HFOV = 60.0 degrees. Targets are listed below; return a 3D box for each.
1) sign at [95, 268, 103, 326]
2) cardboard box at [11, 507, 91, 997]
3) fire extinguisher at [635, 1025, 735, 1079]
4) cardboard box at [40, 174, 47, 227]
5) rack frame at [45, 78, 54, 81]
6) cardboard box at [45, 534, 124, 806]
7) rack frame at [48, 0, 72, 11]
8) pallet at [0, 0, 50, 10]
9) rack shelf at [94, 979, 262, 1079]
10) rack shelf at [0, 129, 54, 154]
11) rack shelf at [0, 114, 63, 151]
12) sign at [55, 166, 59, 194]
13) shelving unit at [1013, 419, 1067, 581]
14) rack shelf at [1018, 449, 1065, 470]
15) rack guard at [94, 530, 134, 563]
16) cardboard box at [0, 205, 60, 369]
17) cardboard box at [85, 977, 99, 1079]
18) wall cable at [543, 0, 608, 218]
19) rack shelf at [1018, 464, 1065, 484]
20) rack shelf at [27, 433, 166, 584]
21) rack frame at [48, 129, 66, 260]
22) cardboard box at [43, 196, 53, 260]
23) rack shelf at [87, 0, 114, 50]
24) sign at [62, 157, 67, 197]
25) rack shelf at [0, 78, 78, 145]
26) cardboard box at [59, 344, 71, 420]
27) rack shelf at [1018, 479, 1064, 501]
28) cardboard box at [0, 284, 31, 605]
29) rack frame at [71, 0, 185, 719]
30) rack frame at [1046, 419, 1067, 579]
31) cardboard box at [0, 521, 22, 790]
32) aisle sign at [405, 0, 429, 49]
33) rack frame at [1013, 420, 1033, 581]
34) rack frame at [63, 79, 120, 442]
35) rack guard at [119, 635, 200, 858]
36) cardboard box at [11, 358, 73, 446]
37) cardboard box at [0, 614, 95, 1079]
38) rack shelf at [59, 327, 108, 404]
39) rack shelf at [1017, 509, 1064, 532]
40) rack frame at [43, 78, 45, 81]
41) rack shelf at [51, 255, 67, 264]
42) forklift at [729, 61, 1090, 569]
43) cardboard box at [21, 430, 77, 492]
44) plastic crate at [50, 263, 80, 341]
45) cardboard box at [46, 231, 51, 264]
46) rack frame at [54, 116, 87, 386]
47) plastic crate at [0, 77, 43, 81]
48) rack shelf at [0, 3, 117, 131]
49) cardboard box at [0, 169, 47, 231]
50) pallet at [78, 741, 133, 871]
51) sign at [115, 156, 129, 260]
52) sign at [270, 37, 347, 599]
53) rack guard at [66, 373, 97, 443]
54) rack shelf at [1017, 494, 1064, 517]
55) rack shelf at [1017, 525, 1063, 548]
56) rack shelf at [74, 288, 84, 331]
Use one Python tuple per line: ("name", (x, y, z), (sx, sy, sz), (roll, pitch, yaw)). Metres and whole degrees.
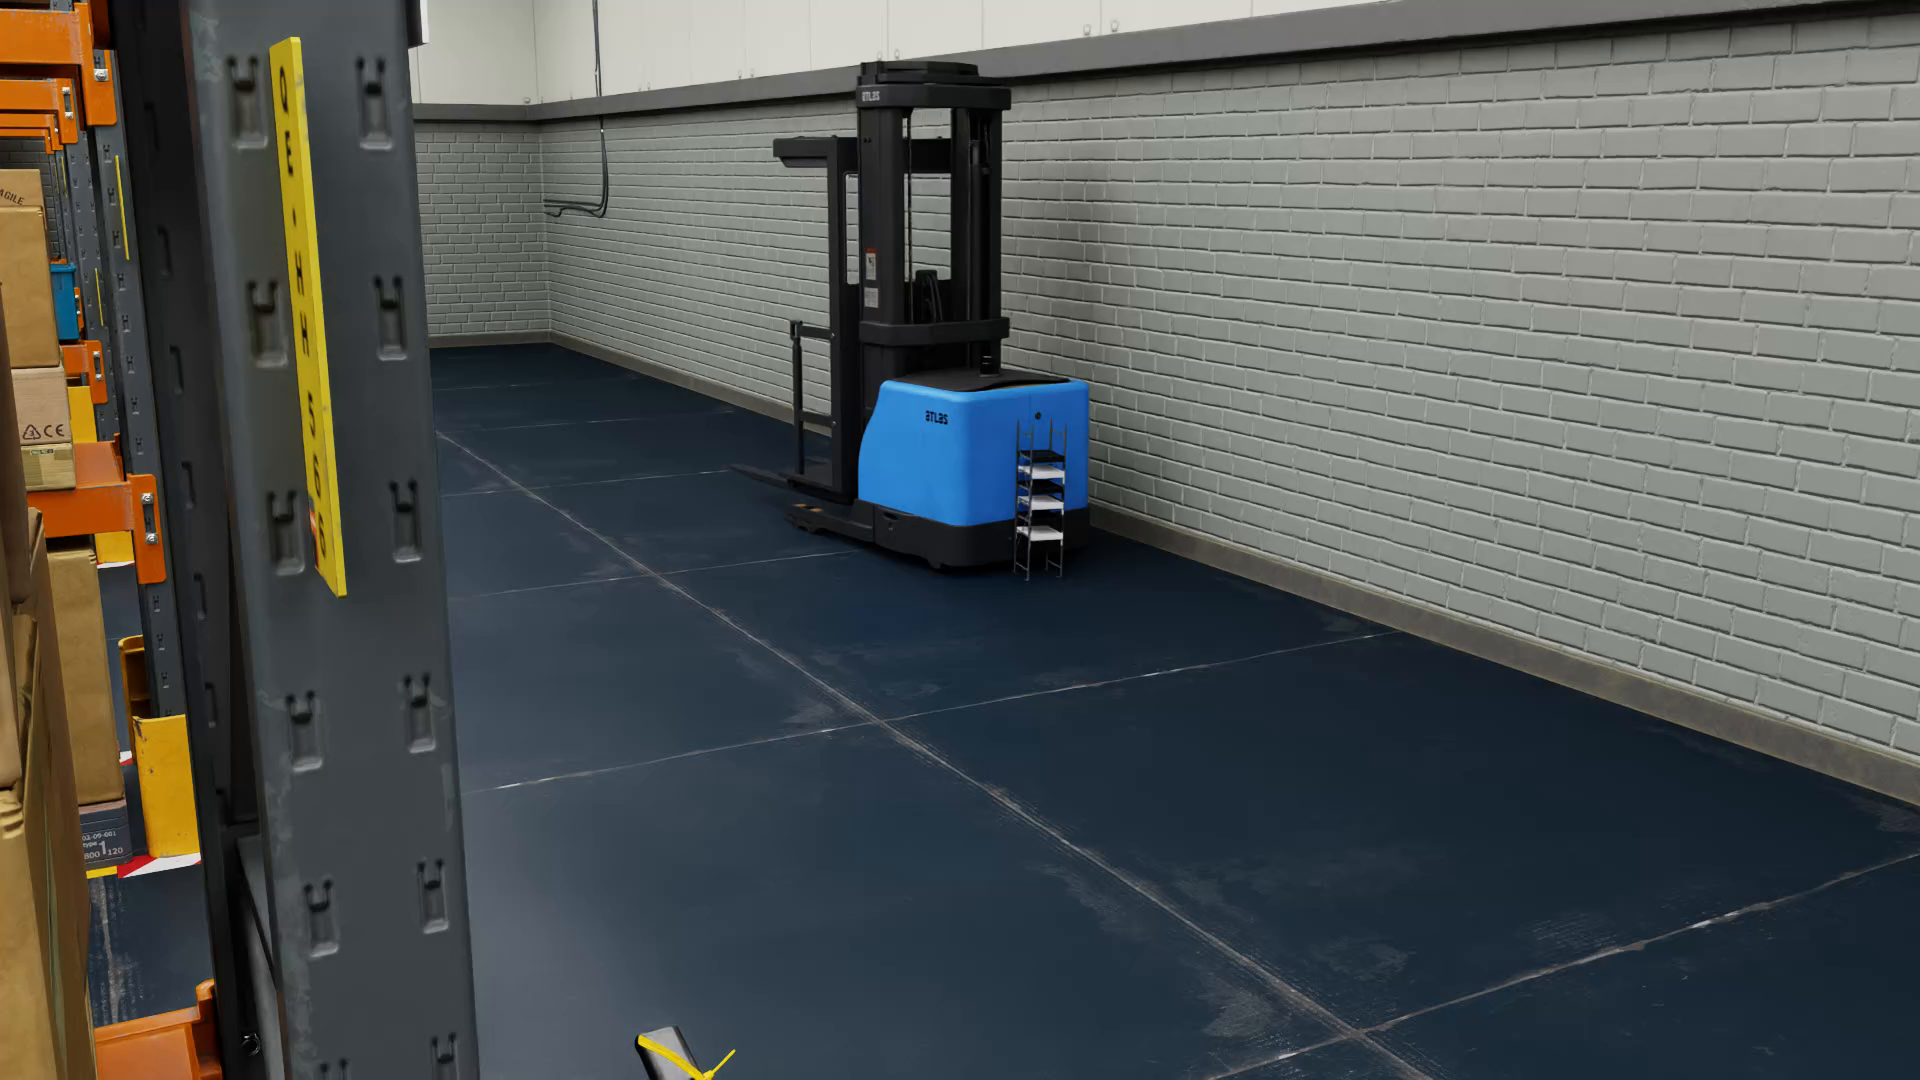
("sign", (-5.027, -1.419, 9.710), (0.005, 0.325, 0.100), (-7, 14, -28))
("cardboard box", (-1.171, 0.278, 1.638), (0.500, 0.500, 0.500), (-6, 14, -25))
("fire extinguisher", (-0.202, 0.760, 1.427), (0.183, 0.674, 0.296), (-7, 14, -28))
("cardboard box", (-8.191, -2.939, 14.332), (0.500, 0.500, 0.500), (-6, 14, -26))
("rack frame", (-7.675, -5.325, 13.776), (0.127, 3.000, 1.000), (-7, 14, -28))
("cardboard box", (-3.455, 0.425, 5.769), (0.875, 0.875, 0.875), (-7, 14, -28))
("rack frame", (-5.305, -4.370, 9.533), (0.127, 3.000, 1.000), (-7, 14, -28))
("pallet", (-3.578, -1.829, 5.275), (1.213, 0.211, 1.003), (-7, 14, -28))
("rack shelf", (-2.400, 1.039, 0.800), (4.000, 0.370, 1.077), (-7, 14, -28))
("rack shelf", (-11.808, -4.255, 17.490), (4.000, 0.370, 1.077), (-7, 14, -28))
("rack shelf", (-9.431, -3.300, 13.249), (4.000, 0.370, 1.077), (-7, 14, -28))
("sign", (-9.804, -3.927, 18.051), (0.005, 0.325, 0.100), (-7, 14, -28))
("shelving unit", (0.459, -0.233, 9.588), (0.210, 0.900, 0.258), (-3, 13, -19))
("rack shelf", (0.463, -0.464, 9.537), (0.200, 0.077, 0.258), (-3, 13, -19))
("rack guard", (-5.290, -0.229, 10.488), (0.348, 0.500, 1.175), (-7, 14, -28))
("cardboard box", (-3.234, -0.825, 5.399), (0.500, 0.500, 0.500), (-7, 14, -27))
("cardboard box", (-1.085, 0.571, 1.812), (0.250, 0.149, 0.380), (-7, 14, -28))
("wall cable", (-4.916, -5.291, 20.695), (0.112, 2.526, 3.097), (-7, 14, -28))
("rack shelf", (0.462, -0.377, 9.556), (0.200, 0.077, 0.258), (-3, 13, -19))
("rack shelf", (-4.687, 0.072, 5.094), (4.000, 0.370, 1.077), (-7, 14, -28))
("rack frame", (-10.052, -3.353, 18.675), (0.127, 3.000, 1.000), (-7, 14, -28))
("cardboard box", (-10.495, -3.443, 18.395), (0.700, 0.700, 0.980), (-6, 14, -25))
("rack shelf", (-2.400, -0.425, 0.470), (4.000, 0.370, 1.077), (-7, 14, -28))
("sign", (-7.427, -3.008, 13.788), (0.005, 0.325, 0.100), (-7, 14, -28))
("rack shelf", (-7.061, -2.345, 9.006), (4.000, 0.370, 1.077), (-7, 14, -28))
("cardboard box", (-3.483, -0.562, 5.941), (0.500, 0.250, 0.500), (-7, 15, -29))
("rack shelf", (0.460, -0.289, 9.576), (0.200, 0.077, 0.258), (-3, 13, -19))
("cardboard box", (-1.165, -0.208, 1.519), (0.500, 0.500, 0.500), (-7, 14, -28))
("rack frame", (-2.932, -0.489, 5.950), (0.127, 3.000, 1.000), (-7, 14, -28))
("rack frame", (0.555, -0.239, 9.620), (0.006, 0.900, 0.240), (-3, 13, -19))
("cardboard box", (-0.927, -0.108, 1.075), (0.500, 0.500, 0.500), (-7, 15, -29))
("aisle sign", (-0.436, -0.741, 1.147), (0.004, 0.787, 0.394), (-7, 14, -28))
("rack frame", (0.363, -0.228, 9.555), (0.006, 0.900, 0.240), (-3, 13, -19))
("rack frame", (-5.305, -1.443, 10.191), (0.127, 3.000, 1.000), (-7, 14, -28))
("rack guard", (-2.911, 0.728, 6.236), (0.348, 0.500, 1.175), (-7, 14, -28))
("cardboard box", (-3.230, -0.459, 5.480), (0.500, 0.250, 0.500), (-7, 15, -29))
("cardboard box", (-0.915, 0.380, 1.181), (0.500, 0.500, 0.500), (-7, 14, -27))
("rack shelf", (-7.061, -0.882, 9.335), (4.000, 0.370, 1.077), (-7, 14, -28))
("rack shelf", (0.457, -0.113, 9.614), (0.200, 0.077, 0.258), (-3, 13, -19))
("rack frame", (-10.052, -6.279, 18.016), (0.127, 3.000, 1.000), (-7, 14, -28))
("rack shelf", (-11.808, -2.791, 17.819), (4.000, 0.370, 1.077), (-7, 14, -28))
("forklift", (-0.495, -1.529, 10.726), (1.130, 2.935, 3.031), (-9, 16, -36))
("cardboard box", (-3.087, -0.265, 5.529), (0.250, 0.149, 0.380), (-7, 14, -27))
("plastic crate", (-5.510, -1.419, 9.864), (0.499, 0.435, 0.616), (-7, 14, -28))
("cardboard box", (-7.938, -2.348, 13.981), (0.500, 0.500, 0.500), (-6, 14, -26))
("rack frame", (-7.675, -2.398, 14.435), (0.127, 3.000, 1.000), (-7, 14, -28))
("plastic crate", (-5.777, -2.856, 9.935), (0.590, 0.269, 0.497), (-7, 14, -28))
("rack shelf", (-4.687, -1.391, 4.765), (4.000, 0.370, 1.077), (-7, 14, -28))
("cardboard box", (-7.934, -2.835, 13.870), (0.500, 0.500, 0.500), (-7, 14, -28))
("pallet", (-3.596, 0.971, 5.815), (1.213, 0.211, 1.003), (-7, 14, -28))
("sign", (-2.684, -1.063, 5.326), (0.005, 0.325, 0.100), (-7, 14, -28))
("sign", (-0.396, -0.132, 1.009), (0.005, 0.325, 0.100), (-7, 14, -28))
("rack guard", (-7.742, -1.171, 14.674), (0.348, 0.500, 1.175), (-7, 14, -28))
("rack shelf", (0.459, -0.201, 9.595), (0.200, 0.077, 0.258), (-3, 13, -19))
("rack shelf", (0.456, -0.025, 9.633), (0.200, 0.077, 0.258), (-3, 13, -19))
("rack shelf", (-9.431, -1.837, 13.579), (4.000, 0.370, 1.077), (-7, 14, -28))
